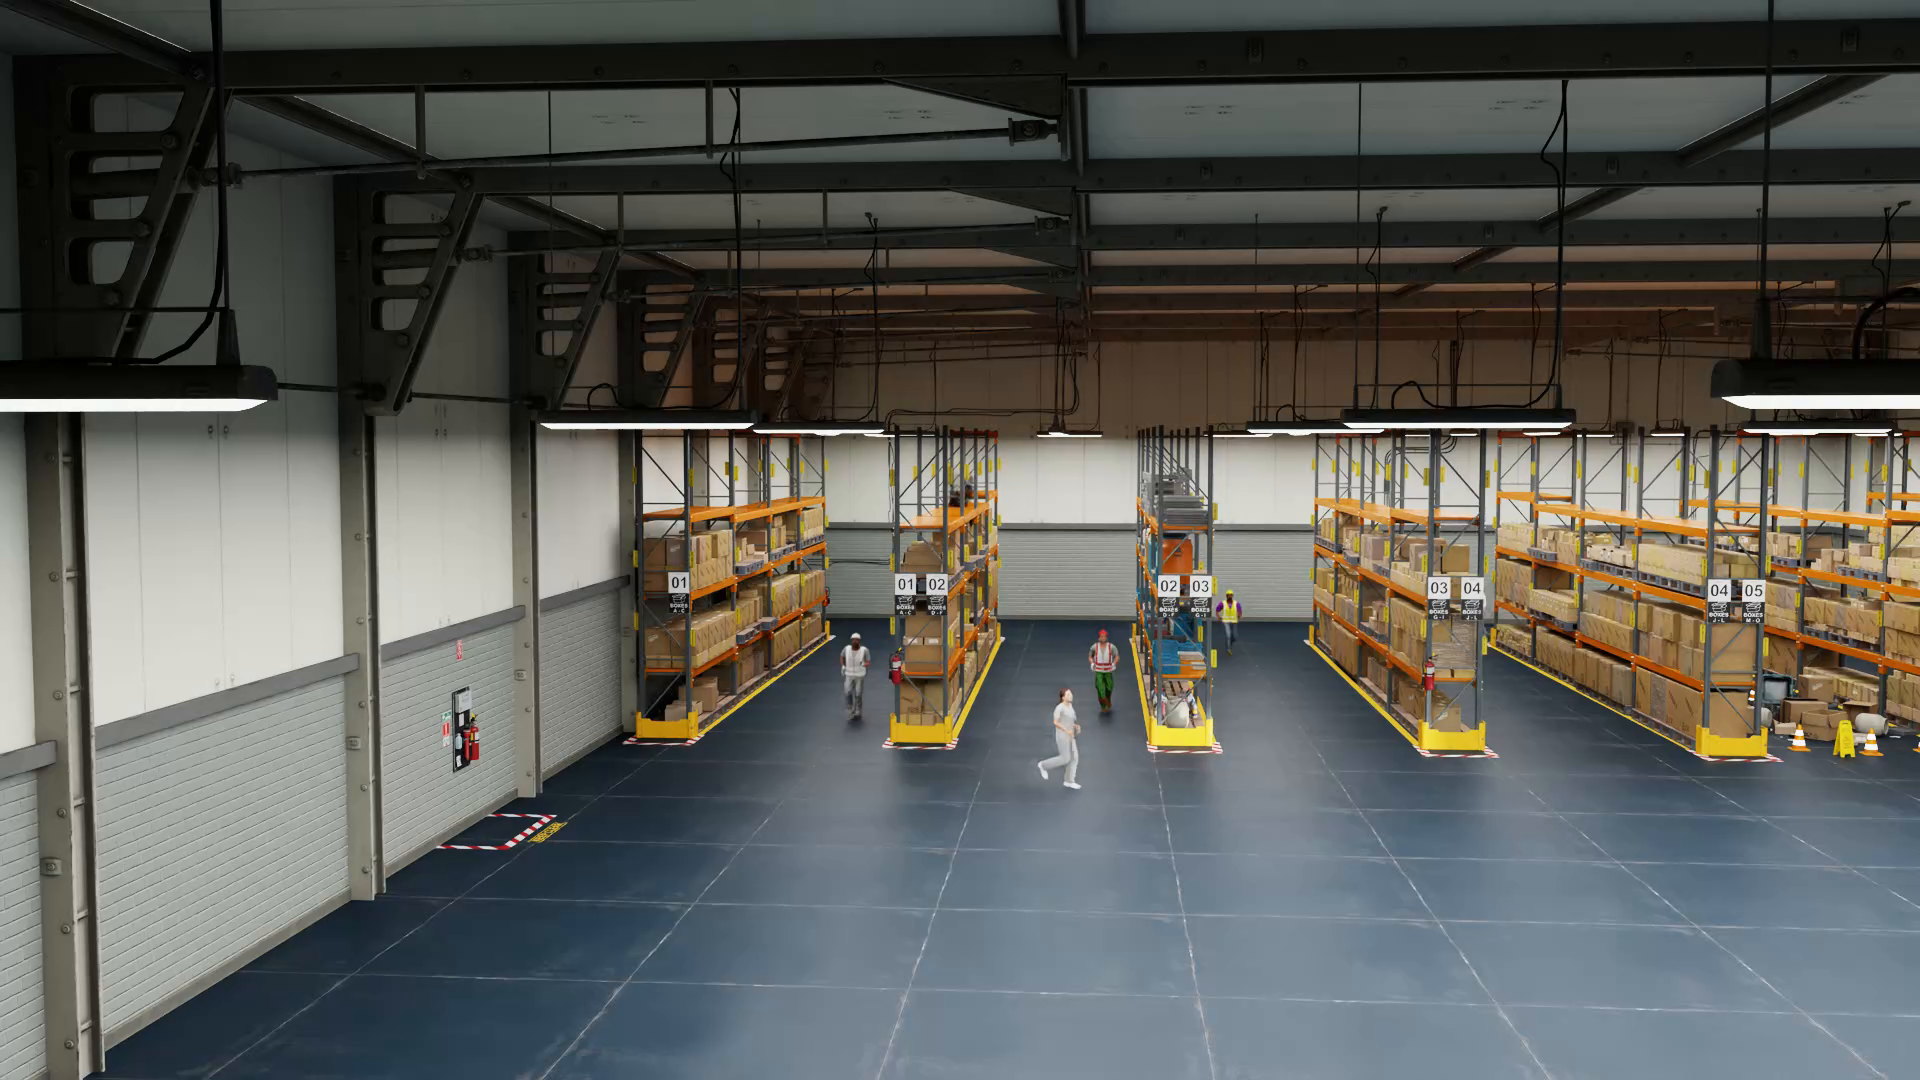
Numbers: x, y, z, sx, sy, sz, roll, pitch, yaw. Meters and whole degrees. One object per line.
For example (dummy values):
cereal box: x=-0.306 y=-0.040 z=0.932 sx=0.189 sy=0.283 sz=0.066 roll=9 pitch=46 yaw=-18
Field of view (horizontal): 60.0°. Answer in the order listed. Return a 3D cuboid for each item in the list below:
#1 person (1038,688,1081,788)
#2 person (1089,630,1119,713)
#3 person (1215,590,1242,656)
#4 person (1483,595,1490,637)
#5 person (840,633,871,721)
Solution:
person: x=1.691 y=3.259 z=27.523 sx=0.722 sy=1.652 sz=0.572 roll=2 pitch=4 yaw=32
person: x=3.009 y=2.755 z=34.849 sx=0.636 sy=1.741 sz=0.586 roll=0 pitch=3 yaw=7
person: x=7.171 y=2.200 z=44.318 sx=0.709 sy=1.726 sz=0.770 roll=0 pitch=3 yaw=-1
person: x=14.830 y=2.095 z=47.438 sx=0.753 sy=1.676 sz=0.725 roll=-1 pitch=4 yaw=-12
person: x=-2.147 y=2.800 z=33.963 sx=0.655 sy=1.807 sz=0.729 roll=0 pitch=3 yaw=2
